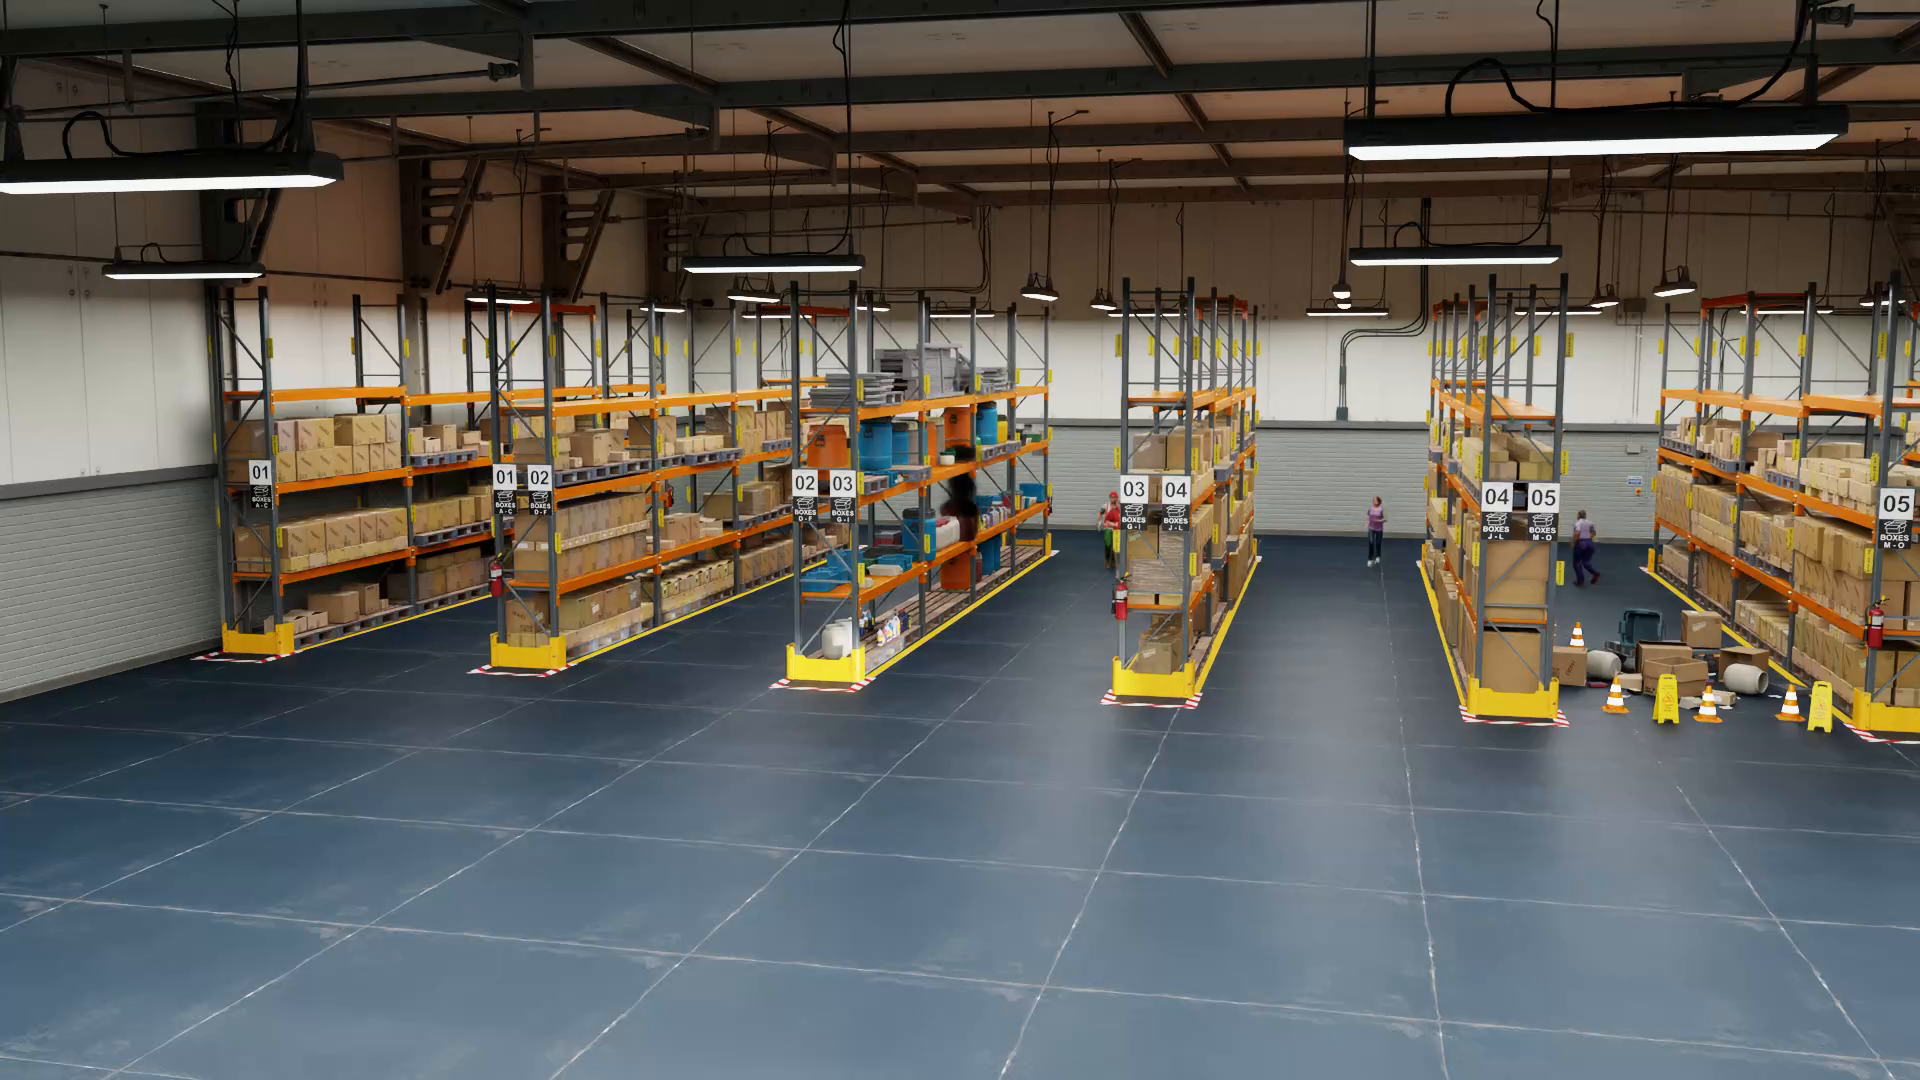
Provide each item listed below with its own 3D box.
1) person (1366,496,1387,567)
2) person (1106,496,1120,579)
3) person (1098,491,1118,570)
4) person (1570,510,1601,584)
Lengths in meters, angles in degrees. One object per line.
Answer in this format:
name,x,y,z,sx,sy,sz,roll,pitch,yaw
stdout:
person,9.618,-0.201,38.400,0.518,1.643,0.705,3,7,24
person,3.271,0.060,33.639,0.643,1.762,0.836,1,7,10
person,3.452,-0.211,37.667,0.643,1.784,0.702,0,7,1
person,13.327,0.162,35.403,0.603,1.597,0.715,-2,7,-18
